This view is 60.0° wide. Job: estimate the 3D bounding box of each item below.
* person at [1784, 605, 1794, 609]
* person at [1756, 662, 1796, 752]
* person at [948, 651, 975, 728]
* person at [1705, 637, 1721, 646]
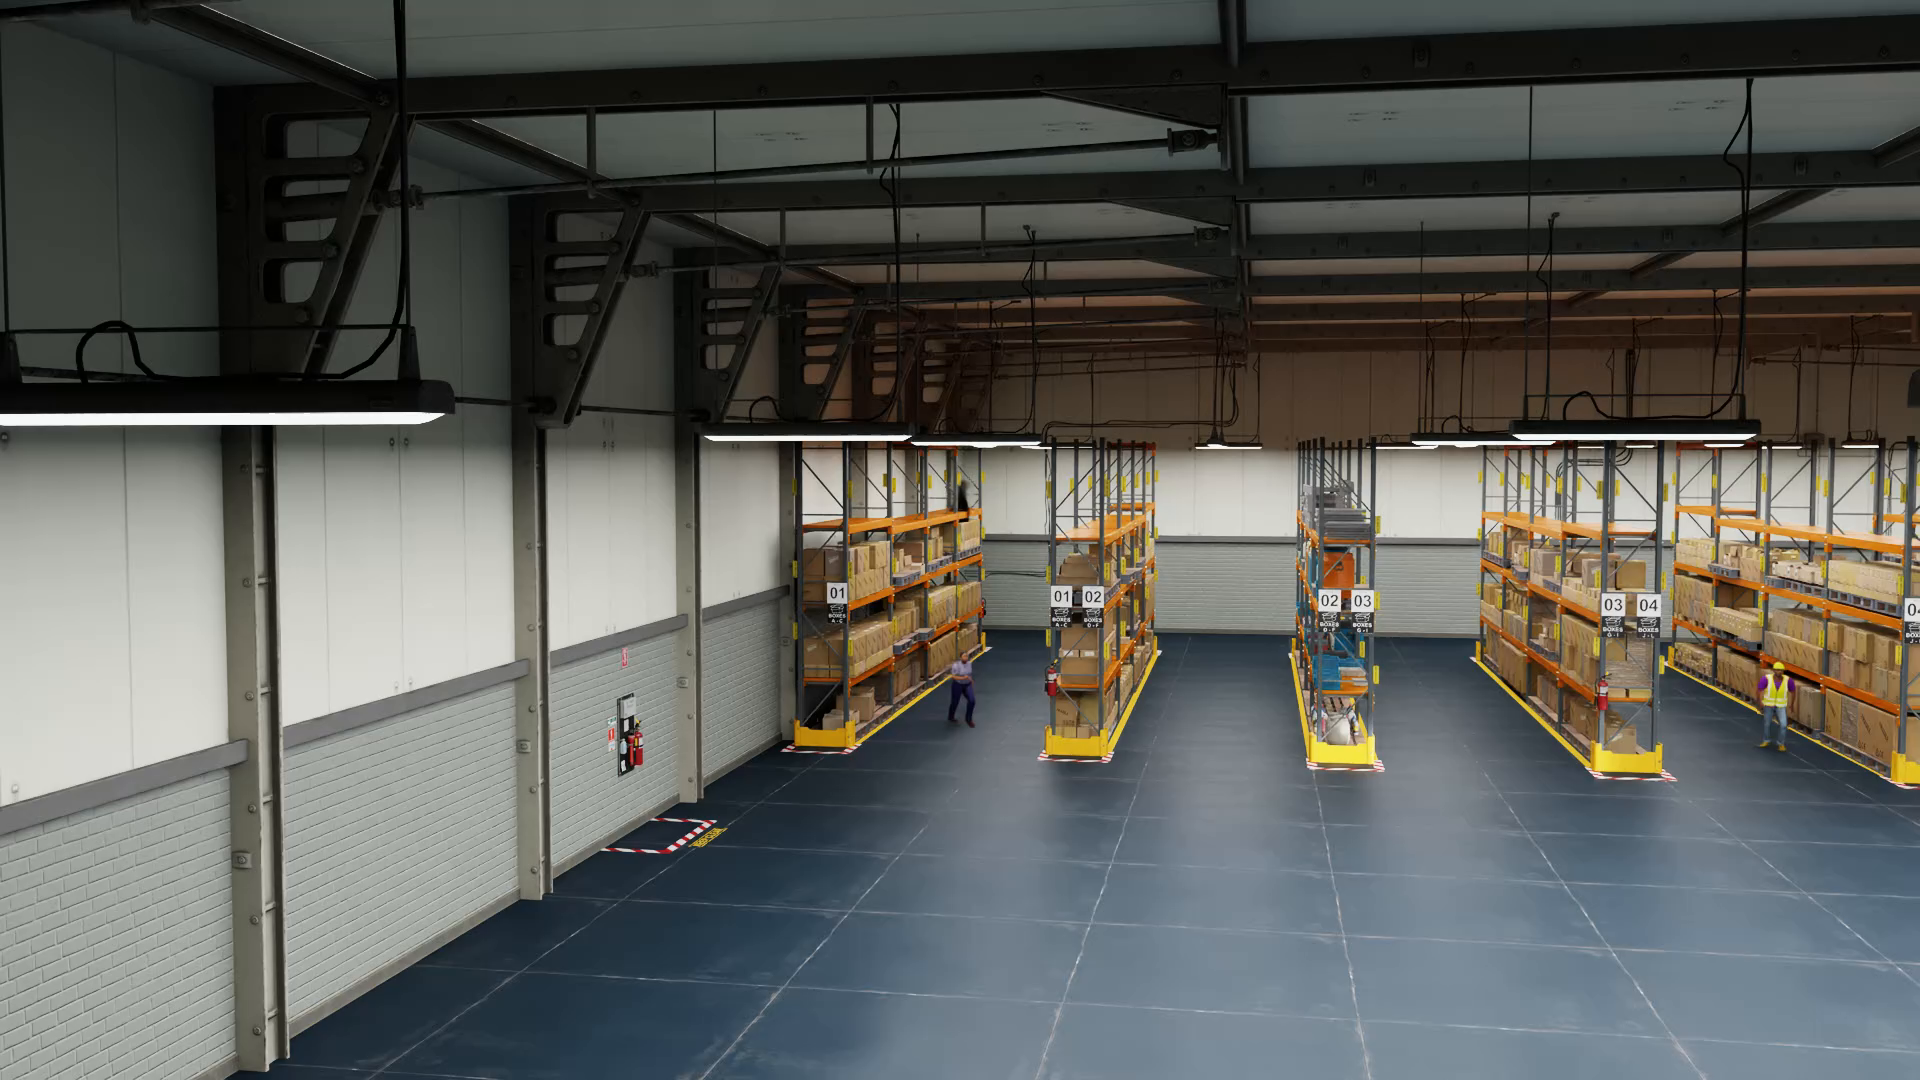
[{"bbox_3d":[22.143,2.539,44.337,0.995,1.602,0.649,1,3,10],"label":"person"},{"bbox_3d":[15.680,3.180,31.965,0.691,1.714,0.659,1,3,23],"label":"person"},{"bbox_3d":[0.042,3.096,34.696,0.606,1.622,0.953,-1,3,-24],"label":"person"},{"bbox_3d":[20.579,2.542,45.378,0.543,1.603,0.774,-3,4,-43],"label":"person"}]
